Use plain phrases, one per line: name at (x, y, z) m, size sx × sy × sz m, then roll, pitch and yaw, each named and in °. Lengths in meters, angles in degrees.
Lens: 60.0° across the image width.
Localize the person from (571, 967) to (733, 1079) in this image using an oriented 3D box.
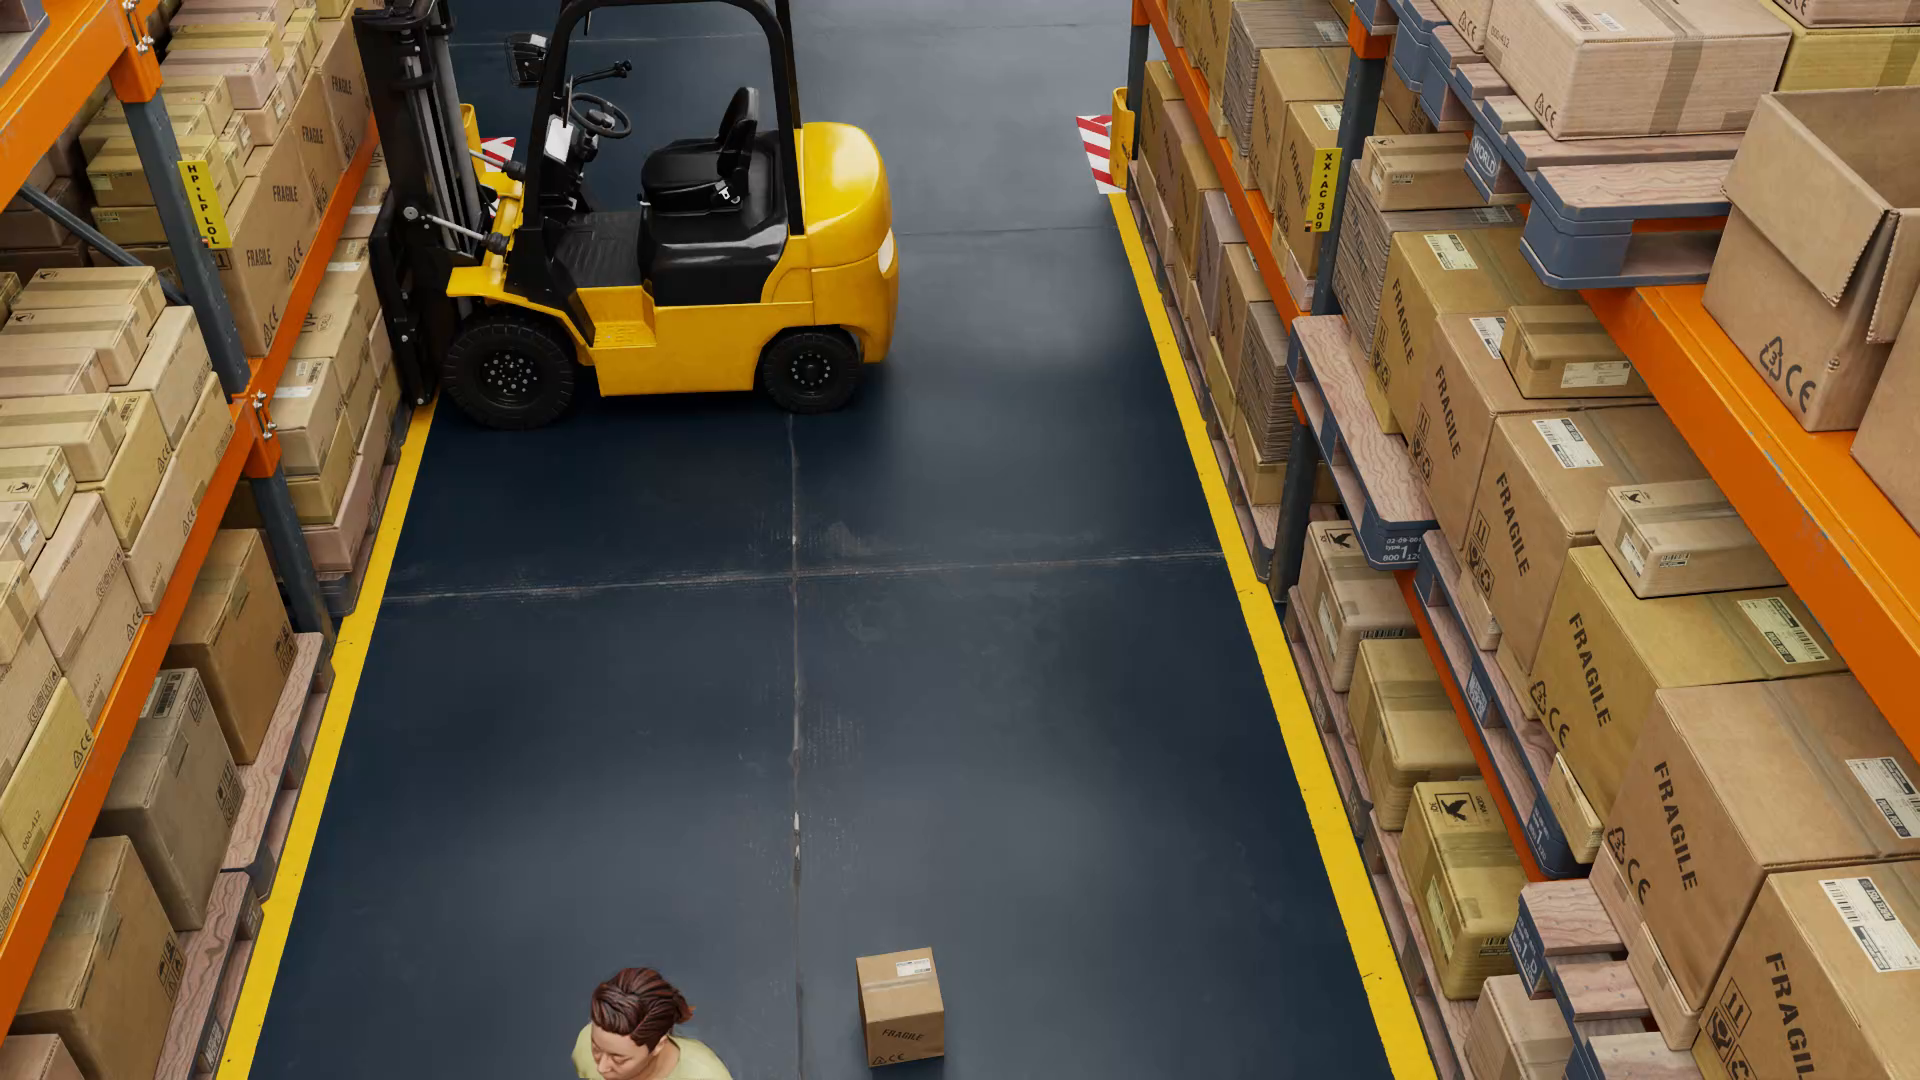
person at (-0.741, 1.649, 4.123) m, size 0.455 × 1.611 × 1.029 m, roll 8°, pitch 40°, yaw 10°
